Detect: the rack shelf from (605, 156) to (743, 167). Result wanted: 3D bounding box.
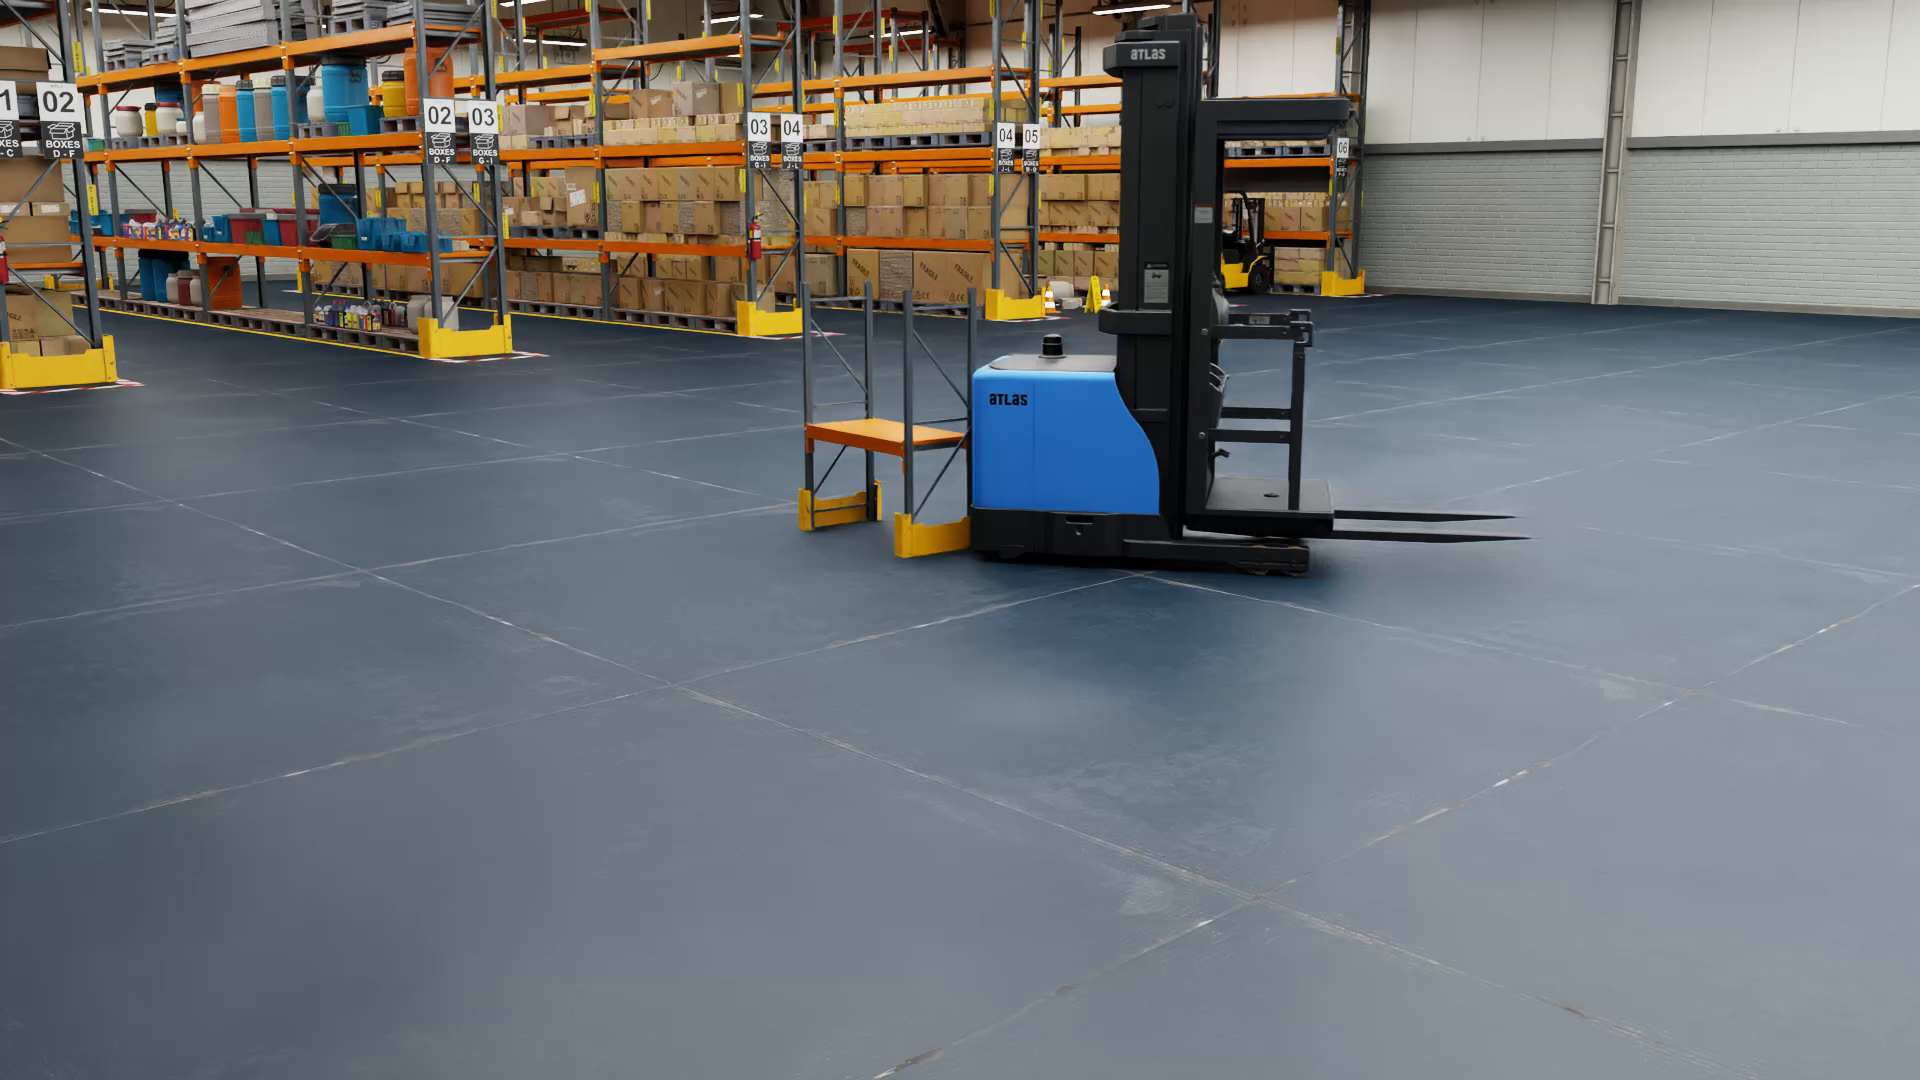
[{"bbox_3d":[-5.981,-7.812,34.744,1.077,0.370,4.000,-11,16,-43],"label":"rack shelf"}]

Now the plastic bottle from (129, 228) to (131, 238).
[{"bbox_3d":[-14.471,-5.376,29.065,0.097,0.201,0.097,0,12,0],"label":"plastic bottle"}]

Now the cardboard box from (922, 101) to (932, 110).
[{"bbox_3d":[-0.431,-7.414,28.390,0.380,0.149,0.250,-11,16,-43],"label":"cardboard box"}]

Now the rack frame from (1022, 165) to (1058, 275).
[{"bbox_3d":[1.673,-6.524,34.143,1.000,3.000,0.127,-11,16,-43],"label":"rack frame"}]

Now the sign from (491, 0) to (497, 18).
[{"bbox_3d":[-5.913,-6.781,21.042,0.100,0.325,0.005,-11,16,-43],"label":"sign"}]

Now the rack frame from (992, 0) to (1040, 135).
[{"bbox_3d":[0.925,-8.174,27.285,1.000,3.000,0.127,-11,16,-43],"label":"rack frame"}]

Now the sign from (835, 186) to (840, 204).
[{"bbox_3d":[-2.223,-6.271,30.241,0.100,0.325,0.005,-11,16,-43],"label":"sign"}]

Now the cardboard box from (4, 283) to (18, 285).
[{"bbox_3d":[-11.846,-2.877,20.359,0.500,0.500,0.500,-11,16,-43],"label":"cardboard box"}]

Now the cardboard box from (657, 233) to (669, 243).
[{"bbox_3d":[-4.518,-4.730,26.057,0.380,0.149,0.250,-11,16,-43],"label":"cardboard box"}]

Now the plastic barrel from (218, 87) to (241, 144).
[{"bbox_3d":[-10.977,-6.470,25.386,0.600,0.830,0.708,-11,16,-43],"label":"plastic barrel"}]

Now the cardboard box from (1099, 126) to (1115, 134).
[{"bbox_3d":[2.905,-7.904,32.056,0.380,0.149,0.250,-10,16,-41],"label":"cardboard box"}]

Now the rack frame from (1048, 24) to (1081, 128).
[{"bbox_3d":[2.498,-10.738,39.732,1.000,3.000,0.127,-11,16,-43],"label":"rack frame"}]

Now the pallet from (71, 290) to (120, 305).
[{"bbox_3d":[-16.822,-4.713,32.262,1.003,0.211,1.213,-11,16,-43],"label":"pallet"}]

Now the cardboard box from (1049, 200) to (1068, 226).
[{"bbox_3d":[2.139,-6.545,33.263,0.500,0.500,0.500,-11,16,-43],"label":"cardboard box"}]

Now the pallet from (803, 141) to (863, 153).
[{"bbox_3d":[-2.506,-7.322,31.056,1.217,0.209,0.805,11,16,43],"label":"pallet"}]

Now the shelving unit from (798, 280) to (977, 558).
[{"bbox_3d":[-0.433,-0.753,9.851,0.587,1.500,1.083,-9,15,-38],"label":"shelving unit"}]

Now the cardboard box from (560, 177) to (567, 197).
[{"bbox_3d":[-8.586,-7.854,37.135,0.500,0.500,0.500,-10,16,-41],"label":"cardboard box"}]

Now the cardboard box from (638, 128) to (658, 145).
[{"bbox_3d":[-4.664,-6.287,25.930,0.500,0.250,0.500,11,16,43],"label":"cardboard box"}]

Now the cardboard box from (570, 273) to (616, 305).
[{"bbox_3d":[-6.218,-4.299,28.448,0.700,0.500,0.500,-11,16,-43],"label":"cardboard box"}]

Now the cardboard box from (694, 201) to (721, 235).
[{"bbox_3d":[-3.524,-4.894,25.248,0.875,0.500,0.500,-11,16,-43],"label":"cardboard box"}]

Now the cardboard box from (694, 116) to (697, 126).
[{"bbox_3d":[-3.784,-6.313,25.070,0.380,0.149,0.250,-11,16,-42],"label":"cardboard box"}]

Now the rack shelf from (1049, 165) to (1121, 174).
[{"bbox_3d":[3.880,-8.625,38.690,1.077,0.370,4.000,-11,16,-43],"label":"rack shelf"}]

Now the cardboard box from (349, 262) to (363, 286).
[{"bbox_3d":[-12.038,-5.714,34.439,0.875,0.875,0.875,-11,16,-43],"label":"cardboard box"}]

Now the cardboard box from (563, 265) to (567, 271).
[{"bbox_3d":[-8.819,-6.190,37.808,0.380,0.149,0.250,-10,15,-40],"label":"cardboard box"}]

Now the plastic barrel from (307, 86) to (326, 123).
[{"bbox_3d":[-8.921,-6.092,23.296,0.421,0.512,0.421,0,12,0],"label":"plastic barrel"}]

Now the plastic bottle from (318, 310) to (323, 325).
[{"bbox_3d":[-9.103,-3.175,23.734,0.097,0.201,0.097,0,12,0],"label":"plastic bottle"}]

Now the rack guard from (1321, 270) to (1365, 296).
[{"bbox_3d":[8.040,-5.405,34.905,1.175,0.500,0.348,-11,16,-43],"label":"rack guard"}]

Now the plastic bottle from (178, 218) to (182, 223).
[{"bbox_3d":[-13.730,-5.508,29.333,0.144,0.351,0.185,-11,16,-43],"label":"plastic bottle"}]

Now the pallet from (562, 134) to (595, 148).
[{"bbox_3d":[-5.844,-6.625,27.666,1.213,0.211,1.003,-11,16,-43],"label":"pallet"}]

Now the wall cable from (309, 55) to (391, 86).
[{"bbox_3d":[-15.193,-12.714,41.348,2.277,5.999,0.120,-11,16,-43],"label":"wall cable"}]

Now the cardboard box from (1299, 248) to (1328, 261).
[{"bbox_3d":[7.479,-6.005,34.919,0.500,0.250,0.500,-10,15,-41],"label":"cardboard box"}]

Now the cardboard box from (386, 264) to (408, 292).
[{"bbox_3d":[-10.562,-5.385,32.840,1.225,0.875,0.875,-11,16,-42],"label":"cardboard box"}]

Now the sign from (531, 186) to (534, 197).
[{"bbox_3d":[-7.871,-6.332,30.539,0.100,0.325,0.005,-11,16,-43],"label":"sign"}]

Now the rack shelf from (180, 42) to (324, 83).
[{"bbox_3d":[-10.458,-7.135,25.015,1.077,0.370,4.000,-11,16,-43],"label":"rack shelf"}]

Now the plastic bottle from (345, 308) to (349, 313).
[{"bbox_3d":[-8.560,-3.113,23.256,0.097,0.271,0.097,0,12,0],"label":"plastic bottle"}]

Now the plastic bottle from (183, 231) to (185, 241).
[{"bbox_3d":[-12.653,-4.992,27.200,0.097,0.201,0.097,0,12,0],"label":"plastic bottle"}]

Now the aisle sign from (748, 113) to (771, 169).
[{"bbox_3d":[-2.906,-5.782,24.098,0.394,0.787,0.004,-11,16,-43],"label":"aisle sign"}]

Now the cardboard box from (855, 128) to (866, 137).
[{"bbox_3d":[-1.651,-7.282,29.724,0.380,0.149,0.250,-11,16,-42],"label":"cardboard box"}]

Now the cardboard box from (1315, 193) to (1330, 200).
[{"bbox_3d":[7.623,-7.168,34.676,0.380,0.149,0.250,-11,16,-42],"label":"cardboard box"}]

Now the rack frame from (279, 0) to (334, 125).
[{"bbox_3d":[-9.076,-7.391,23.485,1.000,3.000,0.127,-11,16,-43],"label":"rack frame"}]

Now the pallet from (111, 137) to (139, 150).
[{"bbox_3d":[-13.989,-6.896,28.985,1.213,0.211,1.003,-11,16,-43],"label":"pallet"}]

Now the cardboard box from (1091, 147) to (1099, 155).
[{"bbox_3d":[2.777,-7.565,32.385,0.380,0.149,0.250,-11,16,-42],"label":"cardboard box"}]

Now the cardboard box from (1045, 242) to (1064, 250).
[{"bbox_3d":[1.928,-5.918,33.508,0.380,0.149,0.250,-11,16,-42],"label":"cardboard box"}]

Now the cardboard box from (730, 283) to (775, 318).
[{"bbox_3d":[-3.151,-3.634,25.271,0.500,0.500,0.500,-7,14,-32],"label":"cardboard box"}]

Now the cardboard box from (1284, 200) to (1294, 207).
[{"bbox_3d":[7.085,-7.128,35.220,0.380,0.149,0.250,-11,16,-43],"label":"cardboard box"}]

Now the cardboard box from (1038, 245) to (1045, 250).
[{"bbox_3d":[1.974,-7.136,40.660,0.250,0.149,0.380,11,16,42],"label":"cardboard box"}]

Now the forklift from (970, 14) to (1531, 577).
[{"bbox_3d":[1.623,-1.354,9.219,3.031,2.935,1.130,2,12,11],"label":"forklift"}]

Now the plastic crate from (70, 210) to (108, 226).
[{"bbox_3d":[-16.997,-6.228,32.470,0.616,0.435,0.499,-11,16,-43],"label":"plastic crate"}]

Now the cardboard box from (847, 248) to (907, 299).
[{"bbox_3d":[-1.453,-4.883,30.403,0.875,0.875,0.875,-11,16,-42],"label":"cardboard box"}]

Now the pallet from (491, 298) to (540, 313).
[{"bbox_3d":[-7.718,-4.247,30.001,1.003,0.211,1.213,-11,16,-43],"label":"pallet"}]

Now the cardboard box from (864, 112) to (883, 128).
[{"bbox_3d":[-1.352,-7.432,29.462,0.500,0.250,0.500,-11,16,-43],"label":"cardboard box"}]

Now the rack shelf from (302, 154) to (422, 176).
[{"bbox_3d":[-12.400,-7.719,34.294,1.077,0.370,4.000,-11,16,-43],"label":"rack shelf"}]

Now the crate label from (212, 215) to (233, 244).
[{"bbox_3d":[-11.348,-4.871,26.034,0.502,0.435,0.616,-11,16,-43],"label":"crate label"}]

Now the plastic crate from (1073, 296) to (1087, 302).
[{"bbox_3d":[2.164,-4.751,32.771,0.583,0.080,0.402,6,13,26],"label":"plastic crate"}]
